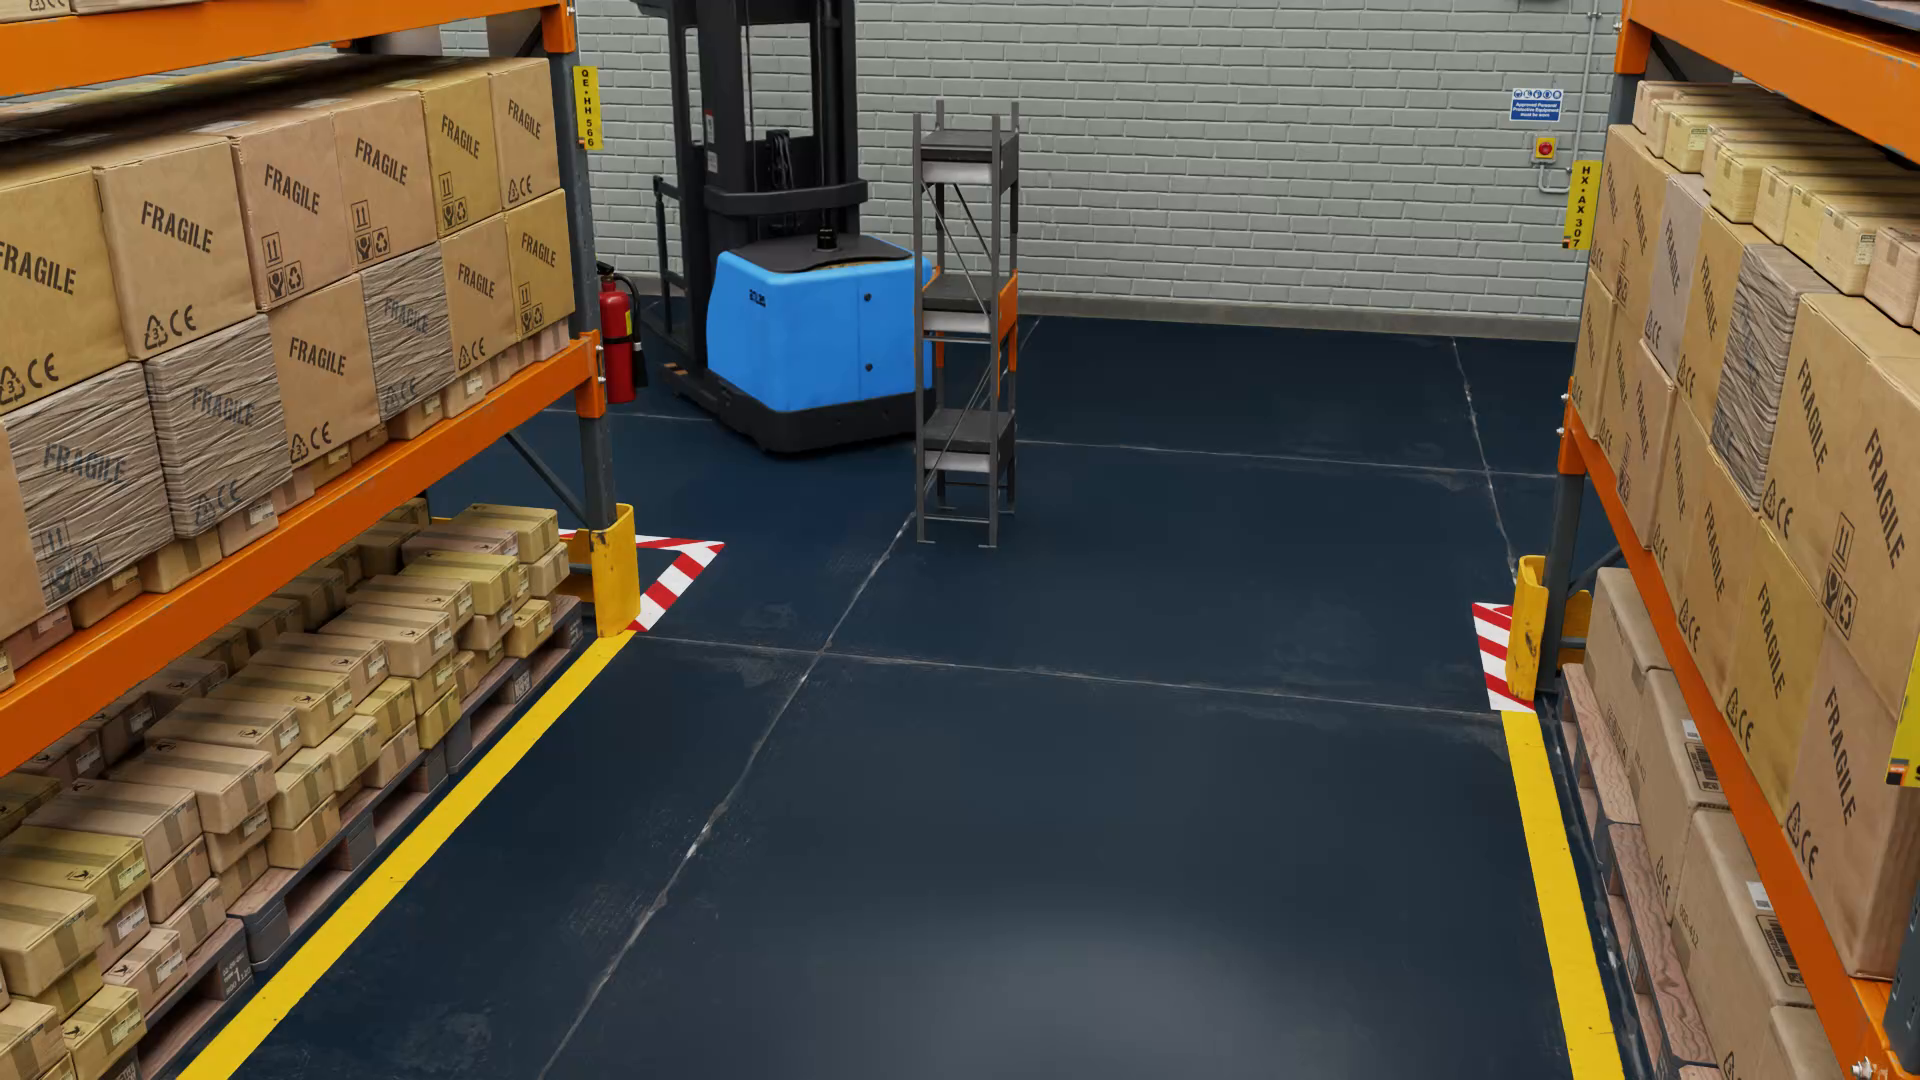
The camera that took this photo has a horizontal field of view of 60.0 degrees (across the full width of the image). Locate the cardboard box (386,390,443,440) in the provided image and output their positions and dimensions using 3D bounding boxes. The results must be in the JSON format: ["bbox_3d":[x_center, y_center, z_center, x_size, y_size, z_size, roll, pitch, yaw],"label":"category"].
[{"bbox_3d":[-2.053,-0.466,5.832,0.380,0.149,0.250,3,22,9],"label":"cardboard box"}]

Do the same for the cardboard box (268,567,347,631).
[{"bbox_3d":[-2.551,0.213,6.267,0.380,0.149,0.250,3,22,8],"label":"cardboard box"}]

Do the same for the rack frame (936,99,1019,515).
[{"bbox_3d":[0.084,-1.124,8.333,0.400,2.100,0.015,4,22,11],"label":"rack frame"}]

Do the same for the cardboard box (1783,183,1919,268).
[{"bbox_3d":[2.097,-0.701,3.739,0.380,0.149,0.250,4,22,10],"label":"cardboard box"}]

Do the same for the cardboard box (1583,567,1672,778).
[{"bbox_3d":[2.803,0.489,5.991,0.875,0.438,0.875,4,22,9],"label":"cardboard box"}]

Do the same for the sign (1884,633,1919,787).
[{"bbox_3d":[1.480,0.230,2.503,0.100,0.325,0.005,4,22,11],"label":"sign"}]

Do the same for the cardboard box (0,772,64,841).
[{"bbox_3d":[-2.839,0.794,4.825,0.380,0.149,0.250,5,23,13],"label":"cardboard box"}]

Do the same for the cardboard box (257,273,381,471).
[{"bbox_3d":[-2.183,-0.538,5.143,0.500,0.500,0.500,6,23,14],"label":"cardboard box"}]

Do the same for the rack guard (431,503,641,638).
[{"bbox_3d":[-2.042,0.094,7.452,1.175,0.500,0.348,4,22,11],"label":"rack guard"}]

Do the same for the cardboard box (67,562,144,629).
[{"bbox_3d":[-2.421,0.107,4.410,0.380,0.149,0.250,3,22,9],"label":"cardboard box"}]

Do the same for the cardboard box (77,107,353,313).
[{"bbox_3d":[-2.182,-0.986,4.915,0.500,0.500,0.500,4,22,9],"label":"cardboard box"}]

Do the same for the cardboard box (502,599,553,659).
[{"bbox_3d":[-1.884,0.344,6.738,0.380,0.149,0.250,5,23,13],"label":"cardboard box"}]

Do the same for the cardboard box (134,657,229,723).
[{"bbox_3d":[-2.673,0.506,5.540,0.380,0.149,0.250,5,22,11],"label":"cardboard box"}]

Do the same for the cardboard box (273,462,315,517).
[{"bbox_3d":[-2.235,-0.180,5.121,0.380,0.149,0.250,5,23,13],"label":"cardboard box"}]

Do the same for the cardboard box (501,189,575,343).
[{"bbox_3d":[-1.867,-1.094,6.523,0.500,0.500,0.500,5,22,12],"label":"cardboard box"}]

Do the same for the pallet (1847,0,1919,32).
[{"bbox_3d":[2.201,-0.939,2.774,1.003,0.211,1.213,4,22,11],"label":"pallet"}]

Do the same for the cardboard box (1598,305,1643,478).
[{"bbox_3d":[2.385,-0.459,5.344,0.500,0.500,0.500,4,22,10],"label":"cardboard box"}]

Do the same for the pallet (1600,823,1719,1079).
[{"bbox_3d":[2.502,1.283,4.884,1.003,0.211,1.213,4,22,11],"label":"pallet"}]

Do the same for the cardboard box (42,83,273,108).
[{"bbox_3d":[-2.603,-1.224,5.508,0.500,0.500,0.500,4,22,10],"label":"cardboard box"}]

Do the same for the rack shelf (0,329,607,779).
[{"bbox_3d":[-2.435,-0.028,5.372,1.077,0.370,4.000,4,22,11],"label":"rack shelf"}]

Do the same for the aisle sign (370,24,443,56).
[{"bbox_3d":[-2.306,-2.349,6.691,0.394,0.787,0.004,4,22,11],"label":"aisle sign"}]

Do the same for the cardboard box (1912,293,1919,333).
[{"bbox_3d":[1.995,-0.417,3.033,0.380,0.149,0.250,4,22,11],"label":"cardboard box"}]

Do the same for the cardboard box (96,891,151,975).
[{"bbox_3d":[-2.478,1.059,4.564,0.380,0.149,0.250,4,22,11],"label":"cardboard box"}]

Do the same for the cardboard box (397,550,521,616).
[{"bbox_3d":[-1.923,0.163,6.392,0.380,0.149,0.250,4,22,10],"label":"cardboard box"}]

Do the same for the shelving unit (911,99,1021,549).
[{"bbox_3d":[0.034,-1.035,8.112,0.431,2.100,0.503,4,22,11],"label":"shelving unit"}]

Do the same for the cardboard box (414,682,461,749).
[{"bbox_3d":[-2.050,0.624,6.044,0.380,0.149,0.250,3,22,9],"label":"cardboard box"}]

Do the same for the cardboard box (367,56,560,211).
[{"bbox_3d":[-1.877,-1.555,6.330,0.500,0.500,0.500,4,22,10],"label":"cardboard box"}]

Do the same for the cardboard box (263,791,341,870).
[{"bbox_3d":[-2.229,0.911,5.331,0.380,0.149,0.250,4,22,9],"label":"cardboard box"}]

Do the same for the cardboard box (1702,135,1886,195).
[{"bbox_3d":[2.217,-0.982,4.437,0.380,0.149,0.250,5,22,11],"label":"cardboard box"}]

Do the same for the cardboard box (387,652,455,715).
[{"bbox_3d":[-2.053,0.491,5.974,0.380,0.149,0.250,5,22,12],"label":"cardboard box"}]

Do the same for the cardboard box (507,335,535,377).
[{"bbox_3d":[-1.904,-0.748,6.532,0.380,0.149,0.250,4,22,11],"label":"cardboard box"}]

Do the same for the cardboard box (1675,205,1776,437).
[{"bbox_3d":[2.166,-0.549,4.229,0.500,0.500,0.500,5,22,11],"label":"cardboard box"}]

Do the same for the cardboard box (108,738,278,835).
[{"bbox_3d":[-2.290,0.734,4.973,0.380,0.149,0.250,5,22,12],"label":"cardboard box"}]

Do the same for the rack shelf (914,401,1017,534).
[{"bbox_3d":[0.034,-0.373,8.378,0.431,0.518,0.480,4,22,11],"label":"rack shelf"}]

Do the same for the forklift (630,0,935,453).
[{"bbox_3d":[-1.312,-2.358,10.285,1.130,2.935,3.031,-12,25,-27],"label":"forklift"}]

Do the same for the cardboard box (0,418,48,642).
[{"bbox_3d":[-2.495,0.023,3.749,0.500,0.500,0.500,4,22,10],"label":"cardboard box"}]

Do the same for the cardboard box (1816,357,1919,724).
[{"bbox_3d":[1.849,0.006,2.852,0.500,0.500,0.500,4,22,10],"label":"cardboard box"}]

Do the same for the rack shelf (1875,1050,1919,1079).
[{"bbox_3d":[1.615,1.775,0.895,1.077,0.370,4.000,4,22,11],"label":"rack shelf"}]

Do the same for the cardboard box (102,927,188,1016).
[{"bbox_3d":[-2.400,1.196,4.623,0.380,0.149,0.250,4,22,11],"label":"cardboard box"}]

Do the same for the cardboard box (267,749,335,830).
[{"bbox_3d":[-2.227,0.775,5.271,0.380,0.149,0.250,4,22,11],"label":"cardboard box"}]

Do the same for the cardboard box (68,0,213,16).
[{"bbox_3d":[-2.272,-1.475,4.185,0.500,0.250,0.500,5,23,13],"label":"cardboard box"}]

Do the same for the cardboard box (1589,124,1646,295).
[{"bbox_3d":[2.463,-1.110,5.621,0.500,0.500,0.500,4,22,10],"label":"cardboard box"}]

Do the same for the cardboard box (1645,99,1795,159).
[{"bbox_3d":[2.347,-1.268,5.146,0.380,0.149,0.250,5,23,13],"label":"cardboard box"}]

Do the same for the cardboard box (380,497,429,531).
[{"bbox_3d":[-2.466,-0.076,6.985,0.380,0.149,0.250,3,22,8],"label":"cardboard box"}]

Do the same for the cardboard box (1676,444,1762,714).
[{"bbox_3d":[2.056,0.101,3.955,0.500,0.500,0.500,4,22,10],"label":"cardboard box"}]

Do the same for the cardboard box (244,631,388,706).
[{"bbox_3d":[-2.200,0.443,5.696,0.380,0.149,0.250,4,22,9],"label":"cardboard box"}]

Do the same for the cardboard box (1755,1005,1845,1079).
[{"bbox_3d":[2.257,1.482,3.526,0.875,0.438,0.875,4,22,10],"label":"cardboard box"}]

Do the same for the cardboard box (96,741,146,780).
[{"bbox_3d":[-2.755,0.745,5.345,0.380,0.149,0.250,3,22,8],"label":"cardboard box"}]

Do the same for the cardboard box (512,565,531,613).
[{"bbox_3d":[-1.961,0.202,6.692,0.380,0.149,0.250,4,22,10],"label":"cardboard box"}]

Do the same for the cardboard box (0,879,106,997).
[{"bbox_3d":[-2.456,1.015,4.277,0.380,0.149,0.250,6,23,14],"label":"cardboard box"}]

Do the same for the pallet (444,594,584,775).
[{"bbox_3d":[-2.243,0.522,6.775,1.003,0.211,1.213,4,22,11],"label":"pallet"}]
